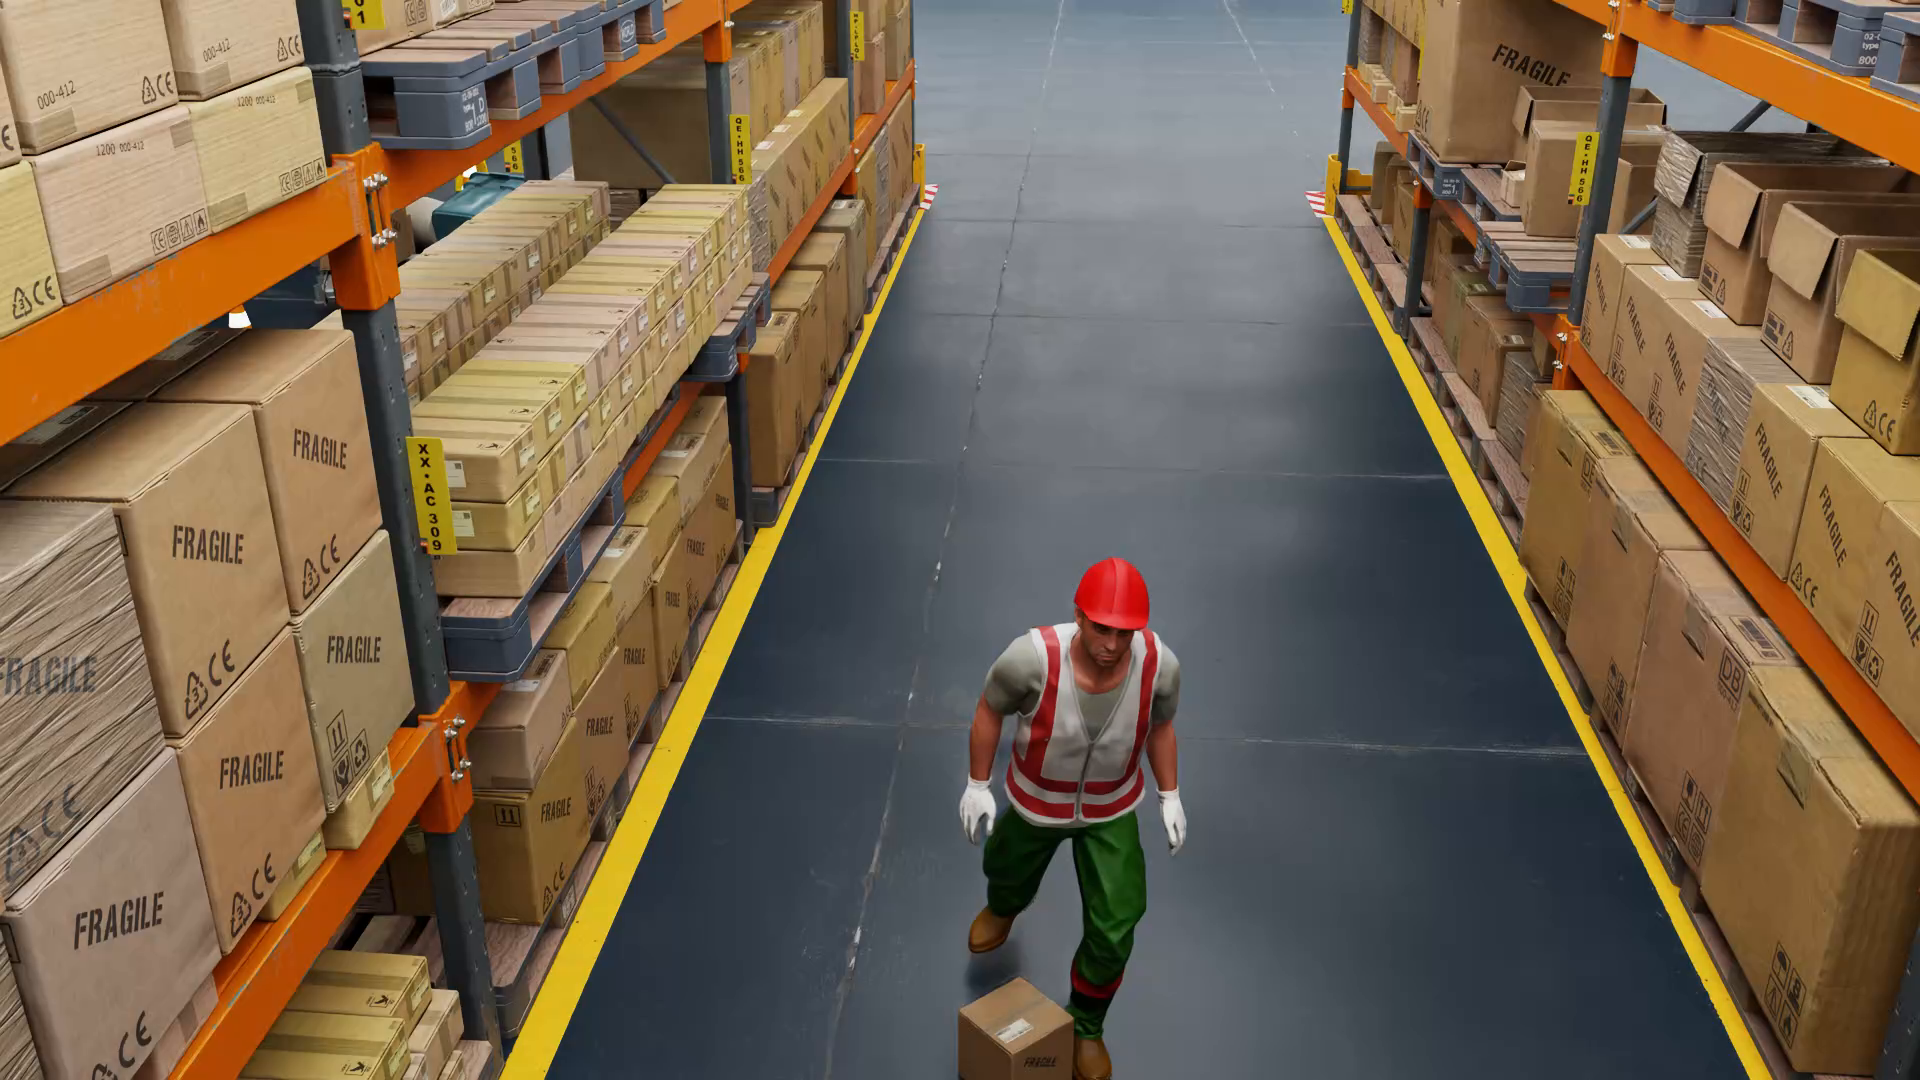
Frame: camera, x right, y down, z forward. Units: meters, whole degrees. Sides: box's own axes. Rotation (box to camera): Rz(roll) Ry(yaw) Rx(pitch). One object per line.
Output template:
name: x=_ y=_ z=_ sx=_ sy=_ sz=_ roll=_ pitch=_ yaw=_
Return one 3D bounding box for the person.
person: x=0.332 y=0.734 z=5.019 sx=0.682 sy=1.718 sz=0.862 roll=-1 pitch=24 yaw=-2
